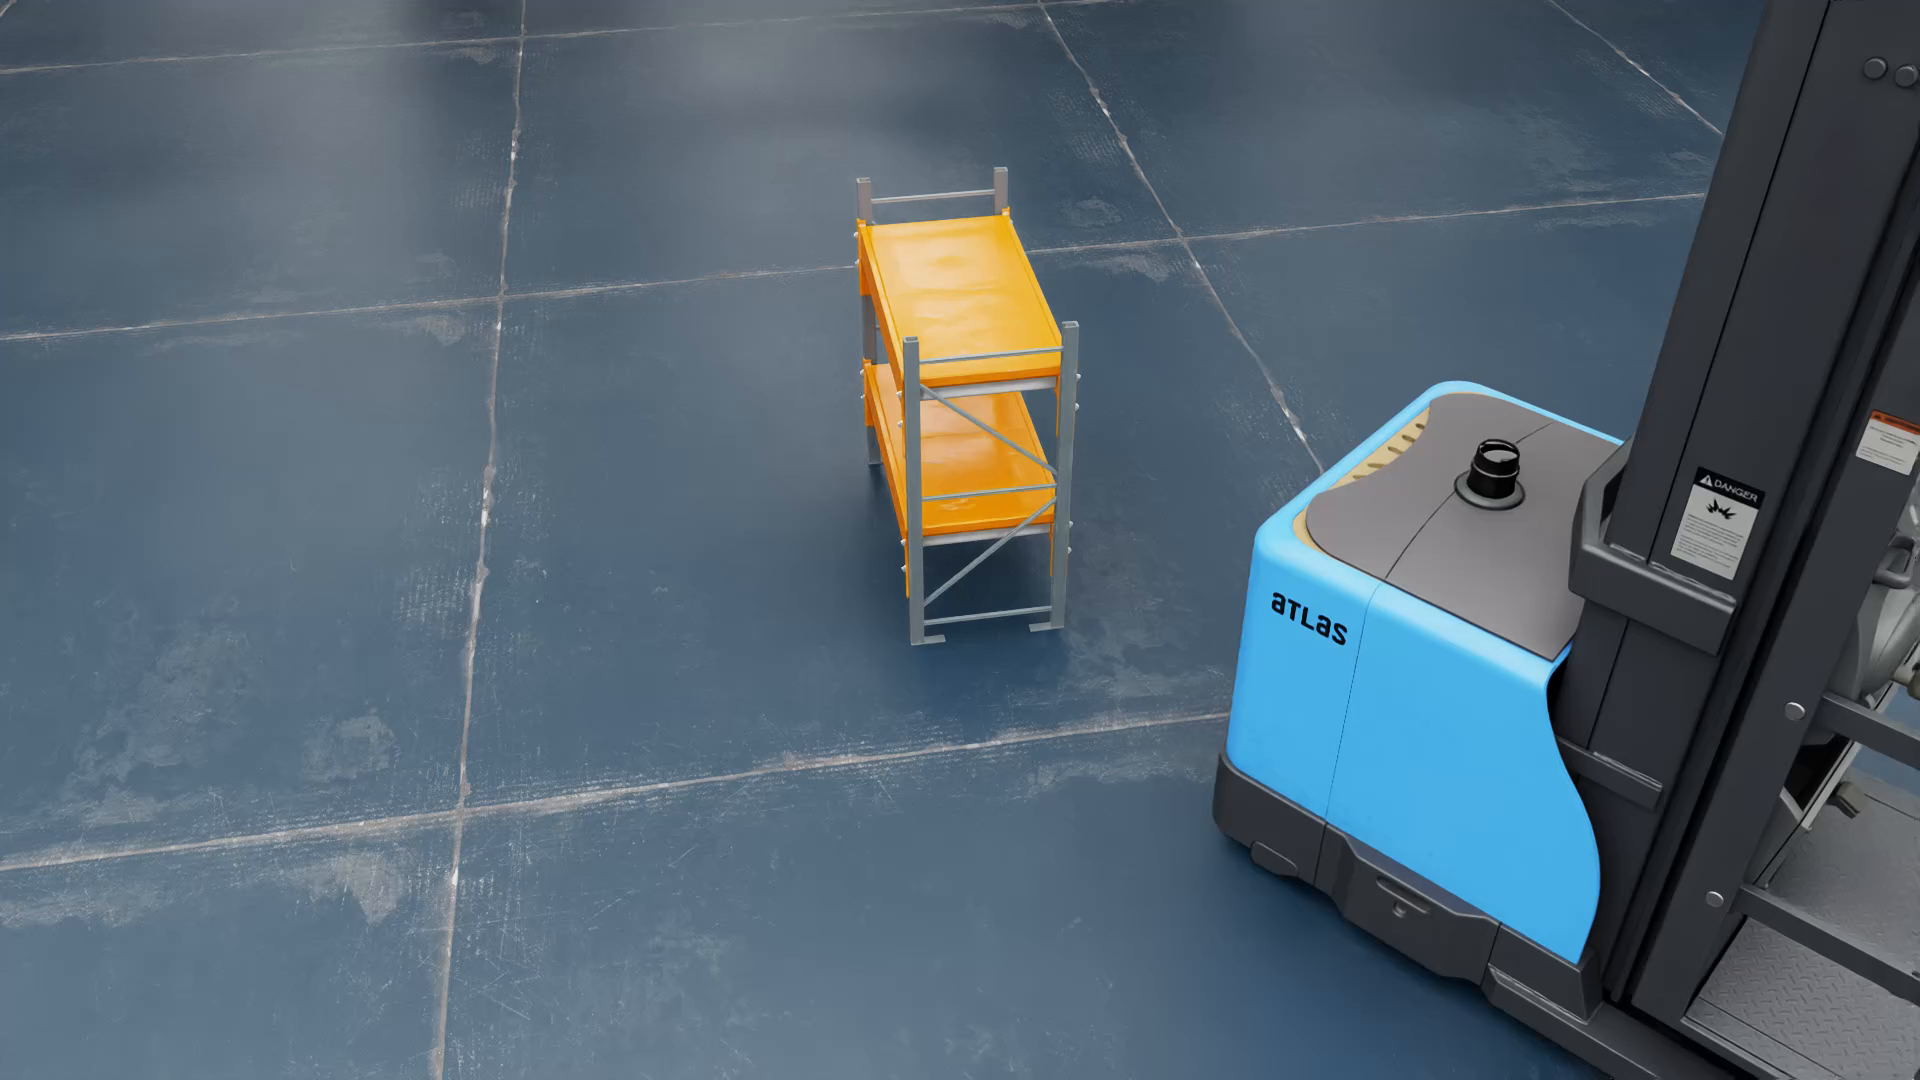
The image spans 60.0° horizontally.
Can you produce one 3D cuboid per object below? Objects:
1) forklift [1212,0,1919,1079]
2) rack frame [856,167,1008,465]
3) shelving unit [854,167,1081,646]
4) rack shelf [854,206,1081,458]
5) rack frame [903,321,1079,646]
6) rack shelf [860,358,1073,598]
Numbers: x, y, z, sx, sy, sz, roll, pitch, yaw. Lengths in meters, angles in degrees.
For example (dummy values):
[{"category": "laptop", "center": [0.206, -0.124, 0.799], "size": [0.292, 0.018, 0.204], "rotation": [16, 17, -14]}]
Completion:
[{"category": "forklift", "center": [2.140, 0.048, 3.299], "size": [3.031, 2.935, 1.130], "rotation": [29, 46, 32]}, {"category": "rack frame", "center": [-0.090, -0.755, 5.805], "size": [0.500, 1.125, 0.032], "rotation": [-6, 38, -8]}, {"category": "shelving unit", "center": [-0.001, -0.448, 5.410], "size": [0.538, 1.125, 1.048], "rotation": [-6, 38, -8]}, {"category": "rack shelf", "center": [-0.001, -0.679, 5.231], "size": [0.538, 0.278, 1.000], "rotation": [-6, 38, -8]}, {"category": "rack frame", "center": [0.088, -0.141, 5.015], "size": [0.500, 1.125, 0.032], "rotation": [-6, 38, -8]}, {"category": "rack shelf", "center": [-0.001, -0.255, 5.560], "size": [0.538, 0.278, 1.000], "rotation": [-6, 38, -8]}]
